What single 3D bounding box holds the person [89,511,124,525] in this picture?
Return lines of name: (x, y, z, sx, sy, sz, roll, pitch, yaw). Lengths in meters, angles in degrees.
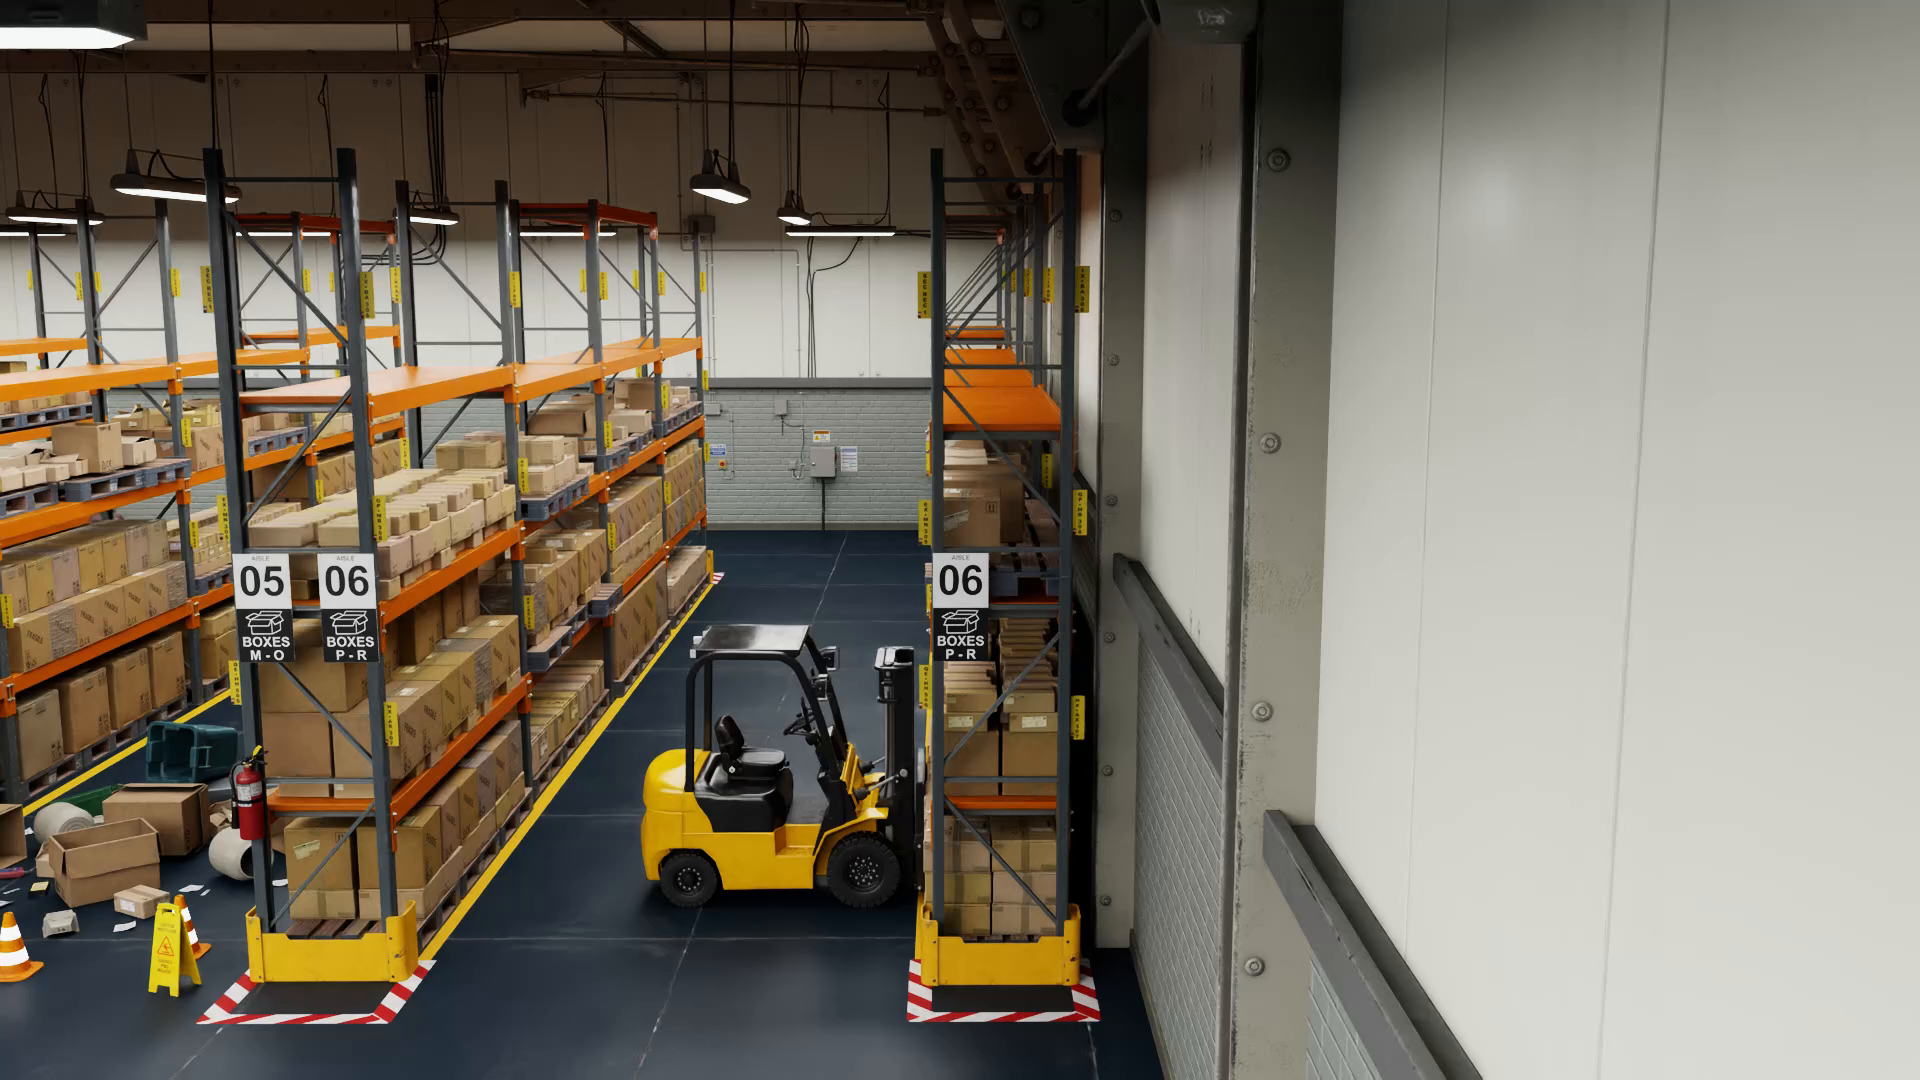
person: (-13.034, 0.226, 25.626, 0.491, 1.818, 0.615, 9, 12, 43)
